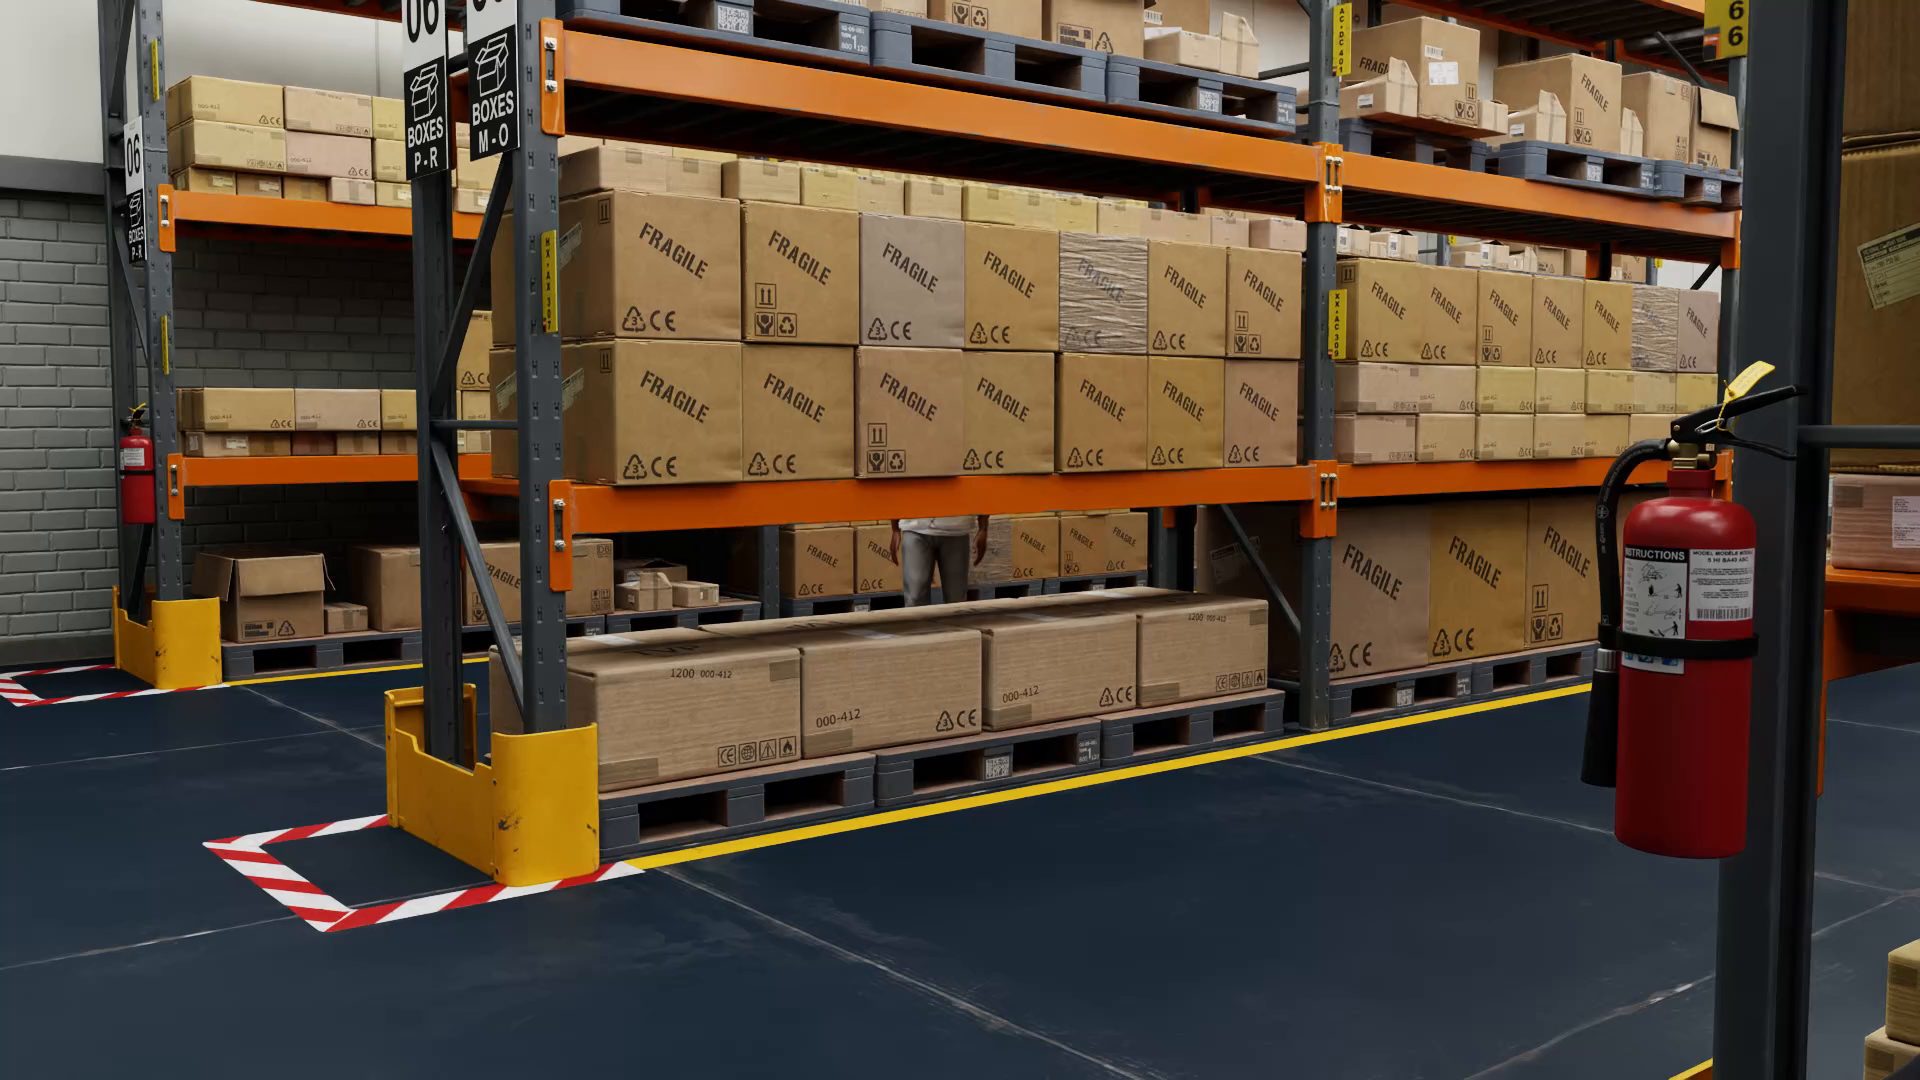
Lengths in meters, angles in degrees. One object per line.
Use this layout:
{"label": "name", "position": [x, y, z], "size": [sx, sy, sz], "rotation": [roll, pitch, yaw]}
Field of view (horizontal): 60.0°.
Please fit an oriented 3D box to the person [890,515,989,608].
{"label": "person", "position": [-0.131, -0.035, 9.259], "size": [0.575, 1.764, 0.703], "rotation": [1, 4, 8]}
